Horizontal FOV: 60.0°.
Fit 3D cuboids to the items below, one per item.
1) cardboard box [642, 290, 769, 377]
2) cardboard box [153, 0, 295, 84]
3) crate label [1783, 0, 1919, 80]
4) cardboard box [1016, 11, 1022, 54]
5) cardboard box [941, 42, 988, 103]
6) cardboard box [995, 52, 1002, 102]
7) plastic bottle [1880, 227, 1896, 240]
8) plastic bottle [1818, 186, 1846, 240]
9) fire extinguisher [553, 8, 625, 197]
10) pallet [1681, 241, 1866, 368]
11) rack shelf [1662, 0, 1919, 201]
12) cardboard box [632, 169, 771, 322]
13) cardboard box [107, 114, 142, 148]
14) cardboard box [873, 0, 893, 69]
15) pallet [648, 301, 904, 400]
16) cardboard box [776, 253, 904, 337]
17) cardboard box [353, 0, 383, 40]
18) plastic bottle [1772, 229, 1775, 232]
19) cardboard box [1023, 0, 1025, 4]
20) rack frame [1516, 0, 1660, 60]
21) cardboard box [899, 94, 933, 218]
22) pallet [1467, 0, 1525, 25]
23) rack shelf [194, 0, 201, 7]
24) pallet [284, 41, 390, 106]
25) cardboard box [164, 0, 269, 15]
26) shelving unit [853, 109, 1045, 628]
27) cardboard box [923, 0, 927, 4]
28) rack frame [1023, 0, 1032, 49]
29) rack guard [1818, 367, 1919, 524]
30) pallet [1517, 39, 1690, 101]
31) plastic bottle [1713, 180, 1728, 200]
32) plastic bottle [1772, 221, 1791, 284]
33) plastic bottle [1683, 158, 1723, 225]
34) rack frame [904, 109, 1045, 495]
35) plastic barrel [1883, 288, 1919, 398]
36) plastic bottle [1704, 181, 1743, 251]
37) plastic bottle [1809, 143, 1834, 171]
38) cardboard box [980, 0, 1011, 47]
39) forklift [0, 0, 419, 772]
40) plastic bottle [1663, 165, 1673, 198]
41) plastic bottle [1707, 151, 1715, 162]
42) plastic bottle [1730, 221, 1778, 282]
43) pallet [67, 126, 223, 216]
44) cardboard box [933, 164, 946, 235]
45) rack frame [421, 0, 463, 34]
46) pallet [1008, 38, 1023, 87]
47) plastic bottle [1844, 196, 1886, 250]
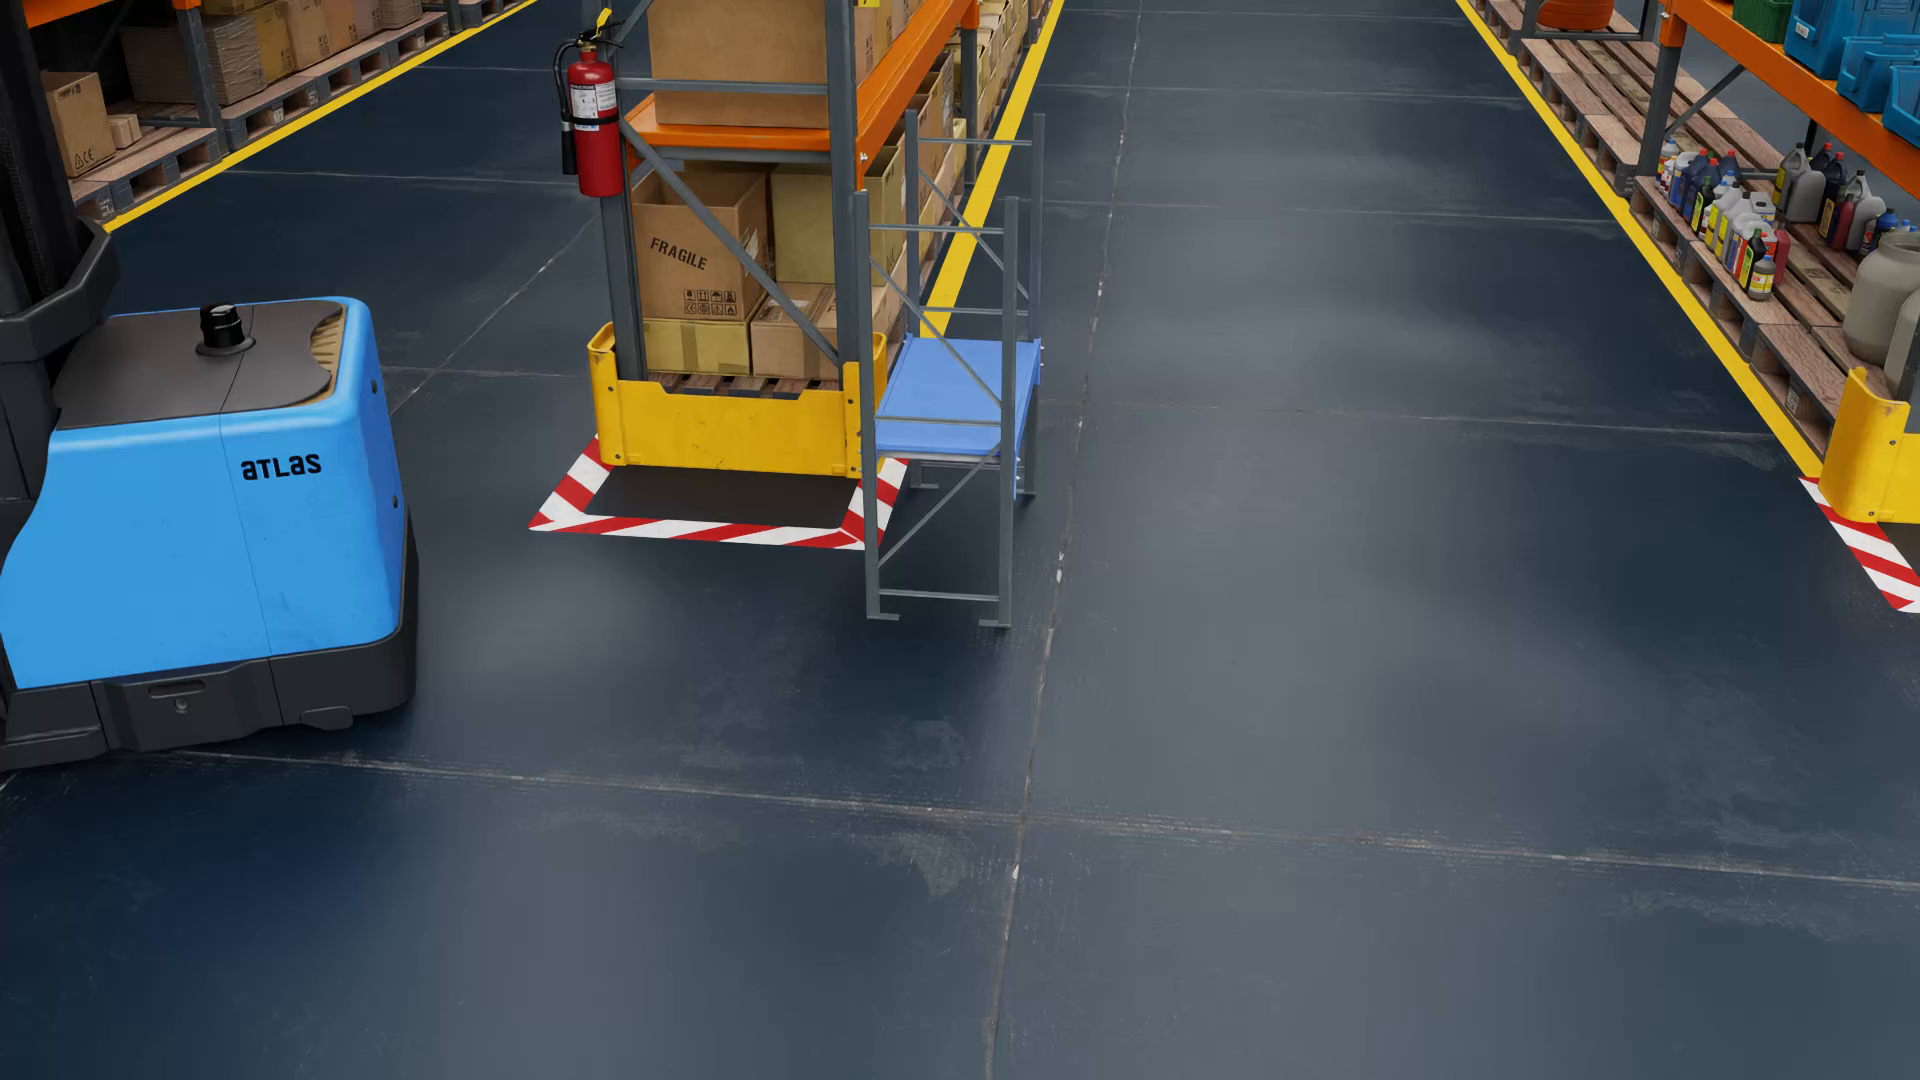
[{"bbox_3d":[-1.118,-0.935,7.279,0.500,0.250,0.500,3,28,6],"label":"cardboard box"},{"bbox_3d":[-5.230,-3.546,11.842,0.700,0.500,0.500,3,28,5],"label":"cardboard box"},{"bbox_3d":[3.983,-2.299,7.317,0.502,0.435,0.616,3,28,6],"label":"crate label"},{"bbox_3d":[0.208,-3.926,12.831,0.500,0.250,0.500,3,28,6],"label":"cardboard box"},{"bbox_3d":[-0.102,-2.975,10.474,0.500,0.311,0.500,3,29,6],"label":"cardboard box"},{"bbox_3d":[0.020,-3.208,11.498,0.500,0.250,0.500,3,28,5],"label":"cardboard box"},{"bbox_3d":[4.623,-1.453,8.271,0.097,0.201,0.097,0,28,0],"label":"plastic bottle"},{"bbox_3d":[4.555,-1.713,8.668,0.061,0.283,0.133,3,28,6],"label":"plastic bottle"},{"bbox_3d":[-1.366,-1.628,6.191,0.296,0.674,0.183,3,28,6],"label":"fire extinguisher"},{"bbox_3d":[4.245,-1.167,8.193,1.003,0.211,1.213,3,28,6],"label":"pallet"},{"bbox_3d":[4.270,-2.026,7.606,1.077,0.370,4.000,3,28,6],"label":"rack shelf"},{"bbox_3d":[-1.120,-1.265,7.101,0.500,0.500,0.500,3,28,6],"label":"cardboard box"},{"bbox_3d":[-5.353,-2.552,10.349,0.380,0.166,0.250,0,28,0],"label":"cardboard box"},{"bbox_3d":[-0.694,-2.435,7.501,0.700,0.500,0.500,4,29,7],"label":"cardboard box"},{"bbox_3d":[-0.838,-0.826,7.560,1.003,0.211,1.213,3,28,6],"label":"pallet"},{"bbox_3d":[-0.546,-1.140,7.660,0.500,0.250,0.500,3,28,6],"label":"cardboard box"},{"bbox_3d":[-5.042,-4.258,13.163,0.700,0.500,0.500,3,28,6],"label":"cardboard box"},{"bbox_3d":[4.017,-1.437,8.241,0.097,0.201,0.097,0,28,0],"label":"plastic bottle"},{"bbox_3d":[0.270,-4.417,13.151,0.500,0.311,0.500,4,29,8],"label":"cardboard box"},{"bbox_3d":[5.006,-5.167,12.678,1.000,3.000,0.127,3,28,6],"label":"rack frame"},{"bbox_3d":[-0.417,-1.941,8.355,0.500,0.500,0.500,3,28,6],"label":"cardboard box"},{"bbox_3d":[5.213,-4.885,15.096,1.003,0.211,1.213,3,28,6],"label":"pallet"},{"bbox_3d":[-5.072,-4.484,12.170,1.077,0.370,4.000,3,28,6],"label":"rack shelf"},{"bbox_3d":[-5.076,-3.575,12.662,1.003,0.211,1.213,3,28,6],"label":"pallet"},{"bbox_3d":[-5.193,-3.838,11.592,0.500,0.250,0.500,3,28,5],"label":"cardboard box"},{"bbox_3d":[-0.010,-0.620,5.820,0.538,1.500,1.048,3,28,6],"label":"shelving unit"},{"bbox_3d":[-0.506,-3.160,8.847,0.700,0.500,0.500,3,28,6],"label":"cardboard box"},{"bbox_3d":[0.090,-5.456,13.216,1.000,3.000,0.127,3,28,6],"label":"rack frame"},{"bbox_3d":[3.988,-0.339,6.352,1.175,0.500,0.348,3,28,6],"label":"rack guard"},{"bbox_3d":[4.872,-3.577,12.667,1.003,0.211,1.213,3,28,6],"label":"pallet"},{"bbox_3d":[4.001,-1.760,8.768,0.097,0.271,0.097,0,28,0],"label":"plastic bottle"},{"bbox_3d":[3.979,-1.400,8.086,0.061,0.283,0.133,3,28,6],"label":"plastic bottle"},{"bbox_3d":[3.982,-1.867,8.881,0.144,0.351,0.185,2,28,4],"label":"plastic bottle"},{"bbox_3d":[0.052,-0.859,6.264,0.500,1.500,0.032,3,28,6],"label":"rack frame"},{"bbox_3d":[4.030,-0.805,6.762,0.421,0.512,0.421,0,28,0],"label":"plastic barrel"},{"bbox_3d":[3.930,-1.667,8.510,0.144,0.351,0.185,3,28,6],"label":"plastic bottle"},{"bbox_3d":[4.723,-1.992,9.113,0.144,0.351,0.185,3,28,5],"label":"plastic bottle"},{"bbox_3d":[0.085,-3.699,11.818,0.500,0.311,0.500,4,29,8],"label":"cardboard box"},{"bbox_3d":[-3.287,-0.763,4.576,3.031,2.935,1.130,-7,29,-13],"label":"forklift"},{"bbox_3d":[4.017,-2.025,9.334,0.097,0.201,0.097,0,28,0],"label":"plastic bottle"},{"bbox_3d":[4.135,-1.998,9.195,0.061,0.283,0.133,3,28,6],"label":"plastic bottle"},{"bbox_3d":[3.873,-1.403,8.099,0.152,0.276,0.135,4,29,7],"label":"plastic bottle"},{"bbox_3d":[-5.364,-2.314,10.322,1.003,0.211,1.213,3,28,6],"label":"pallet"},{"bbox_3d":[-0.358,-1.846,8.970,0.500,0.250,0.500,3,28,6],"label":"cardboard box"},{"bbox_3d":[-4.827,-5.743,13.747,1.000,3.000,0.127,3,28,6],"label":"rack frame"},{"bbox_3d":[-0.050,-3.844,13.162,1.003,0.211,1.213,3,28,6],"label":"pallet"},{"bbox_3d":[4.636,-1.640,8.539,0.152,0.276,0.135,4,29,7],"label":"plastic bottle"}]
